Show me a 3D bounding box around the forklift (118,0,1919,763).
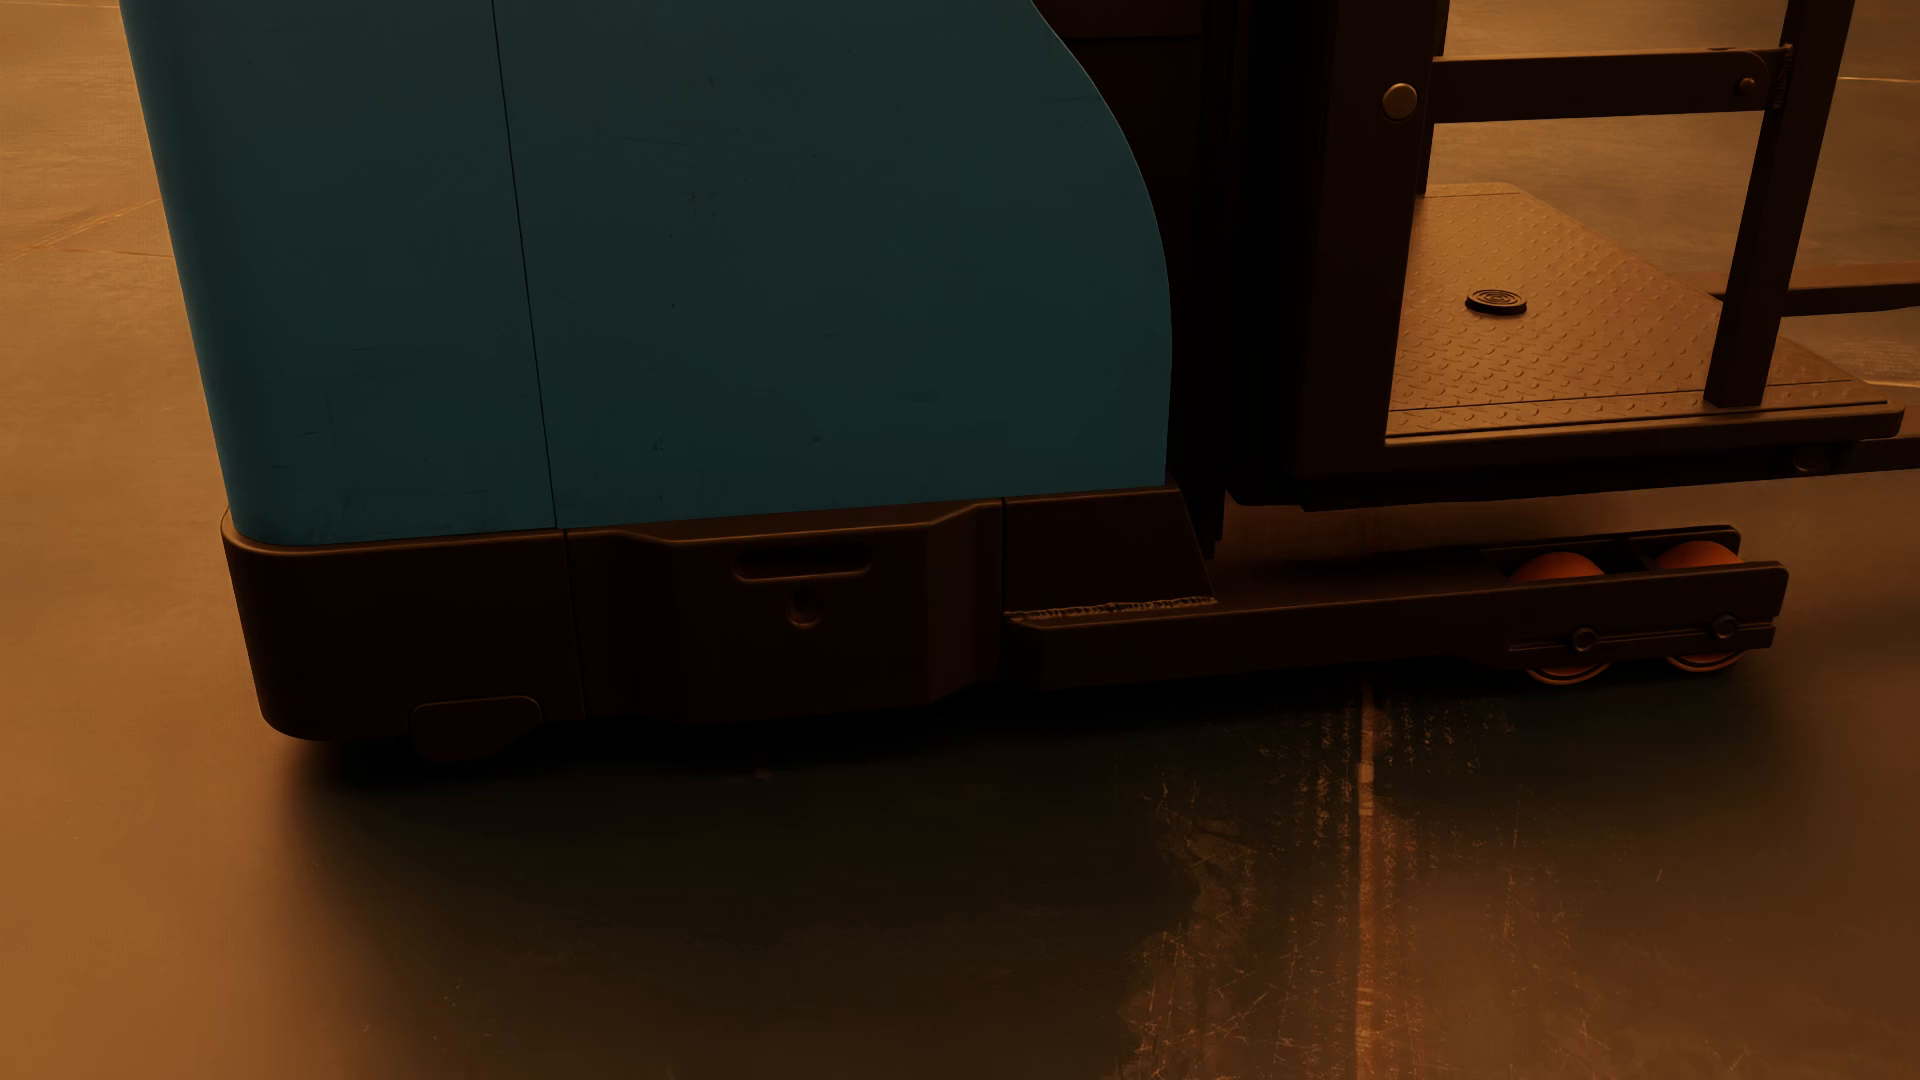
[{"bbox_3d":[0.600,-1.354,1.930,3.031,2.935,1.130,-4,27,-9],"label":"forklift"}]
